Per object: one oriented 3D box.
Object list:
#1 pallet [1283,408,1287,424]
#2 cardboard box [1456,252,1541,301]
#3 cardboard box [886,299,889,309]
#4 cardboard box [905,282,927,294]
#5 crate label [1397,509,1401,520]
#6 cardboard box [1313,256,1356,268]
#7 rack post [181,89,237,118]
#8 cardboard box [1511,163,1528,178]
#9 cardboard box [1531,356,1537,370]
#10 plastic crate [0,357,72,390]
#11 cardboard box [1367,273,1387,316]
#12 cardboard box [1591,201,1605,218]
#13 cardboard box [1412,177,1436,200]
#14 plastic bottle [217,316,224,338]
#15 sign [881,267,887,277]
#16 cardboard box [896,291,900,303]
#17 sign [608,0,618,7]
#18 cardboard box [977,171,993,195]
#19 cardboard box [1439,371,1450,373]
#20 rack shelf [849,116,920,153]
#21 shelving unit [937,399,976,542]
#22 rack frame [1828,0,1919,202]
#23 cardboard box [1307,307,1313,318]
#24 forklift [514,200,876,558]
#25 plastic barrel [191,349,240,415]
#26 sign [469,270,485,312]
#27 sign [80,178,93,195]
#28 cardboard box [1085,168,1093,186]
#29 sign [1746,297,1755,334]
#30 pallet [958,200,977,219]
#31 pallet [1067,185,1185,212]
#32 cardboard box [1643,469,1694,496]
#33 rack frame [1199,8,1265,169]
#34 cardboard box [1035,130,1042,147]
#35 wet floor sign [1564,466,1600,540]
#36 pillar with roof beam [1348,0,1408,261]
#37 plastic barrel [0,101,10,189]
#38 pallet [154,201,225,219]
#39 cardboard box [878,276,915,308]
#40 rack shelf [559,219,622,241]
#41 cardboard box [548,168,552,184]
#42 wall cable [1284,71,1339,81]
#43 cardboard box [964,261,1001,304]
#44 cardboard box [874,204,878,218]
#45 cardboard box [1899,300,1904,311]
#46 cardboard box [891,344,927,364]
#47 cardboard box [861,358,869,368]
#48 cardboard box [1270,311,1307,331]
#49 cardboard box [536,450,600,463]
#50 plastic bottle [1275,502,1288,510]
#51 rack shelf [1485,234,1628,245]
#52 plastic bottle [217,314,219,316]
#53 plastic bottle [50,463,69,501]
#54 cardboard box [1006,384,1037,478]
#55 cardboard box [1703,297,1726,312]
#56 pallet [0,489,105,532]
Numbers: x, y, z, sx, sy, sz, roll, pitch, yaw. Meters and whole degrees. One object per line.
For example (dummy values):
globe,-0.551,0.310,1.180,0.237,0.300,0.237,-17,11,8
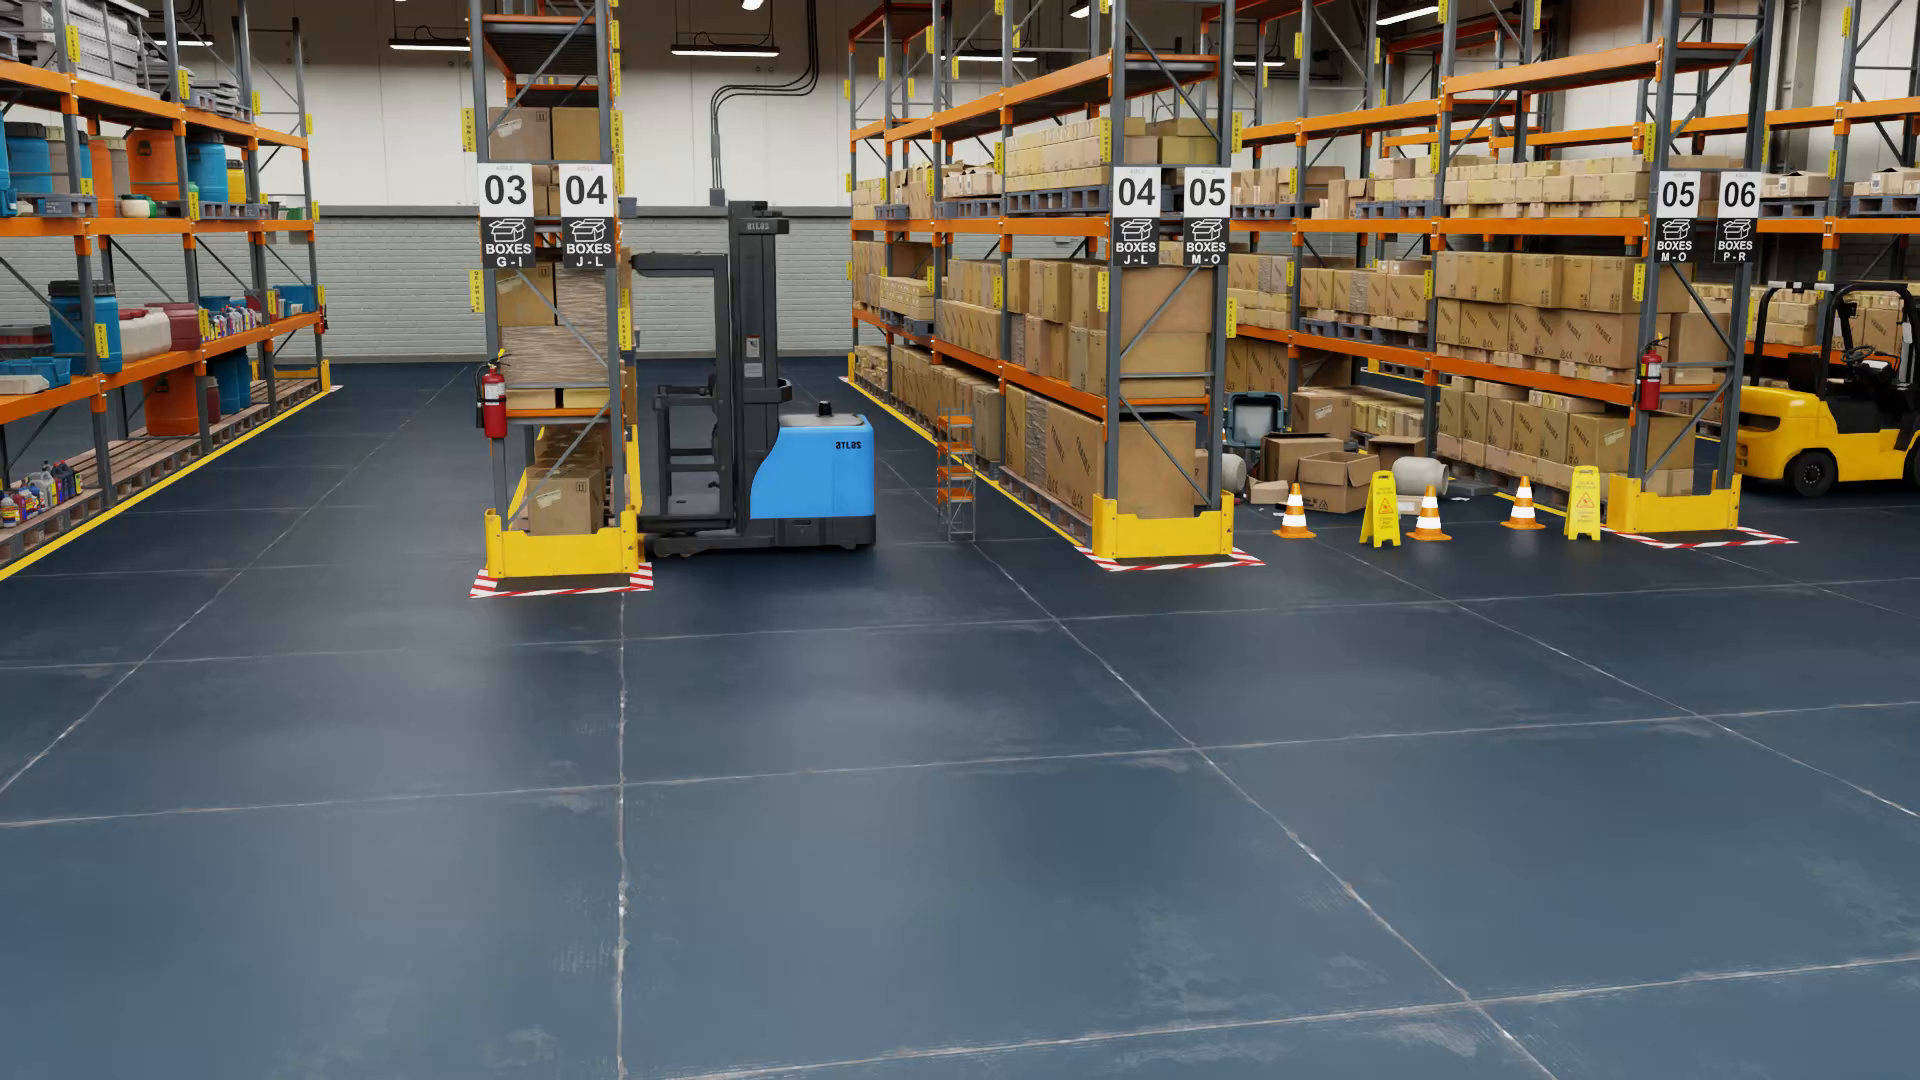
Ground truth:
pallet,4.916,-1.815,23.669,1.003,0.211,1.213,-2,11,-11
cardboard box,5.724,-2.807,17.687,0.700,0.500,0.500,-2,11,-11
cardboard box,-0.889,-3.470,24.454,0.380,0.149,0.250,-2,11,-11
cardboard box,-0.539,-3.431,22.656,0.380,0.149,0.250,-2,11,-9
crate label,3.966,-0.235,15.567,0.250,0.136,0.298,-9,14,-40
cardboard box,5.139,-3.677,23.053,0.500,0.500,0.500,-2,11,-13
rack post,-9.843,-5.566,21.208,0.937,0.300,0.954,-1,11,-5
cardboard box,5.821,-3.739,16.838,0.380,0.149,0.250,-2,11,-12
cardboard box,5.990,-1.789,16.745,0.380,0.149,0.250,-2,11,-11
plastic crate,-8.324,-1.497,14.939,0.499,0.251,0.616,-2,11,-11
cardboard box,5.266,-2.968,20.080,0.500,0.500,0.500,-2,11,-9
cardboard box,6.109,-3.070,15.455,0.380,0.149,0.250,-2,11,-9
cardboard box,5.517,-4.012,19.009,0.500,0.250,0.500,-2,11,-12
plastic bottle,-9.531,-2.745,21.406,0.061,0.283,0.133,-2,11,-11
sign,-1.149,-3.977,25.253,0.100,0.325,0.005,-2,11,-11
cardboard box,-0.687,-3.426,23.428,0.380,0.149,0.250,-2,11,-12
sign,-3.412,-5.405,16.316,0.100,0.325,0.005,-2,11,-11
cardboard box,0.481,-3.979,18.569,0.500,0.250,0.500,-2,11,-11
cardboard box,8.663,-3.200,29.050,0.700,0.500,0.500,-3,11,-13
rack shelf,-1.008,-6.532,26.879,1.077,0.370,4.000,-2,11,-11
shelving unit,-0.032,-0.620,14.744,0.258,1.200,0.503,-2,11,-11
rack frame,10.641,-5.432,19.171,1.000,3.000,0.127,-2,11,-11
cardboard box,4.876,-3.054,22.270,0.380,0.149,0.250,-3,11,-14
forklift,-2.275,-1.397,14.198,3.031,2.935,1.130,-1,11,-7
plastic barrel,-10.135,-2.176,22.596,0.600,0.901,0.708,-2,11,-11
sign,-3.718,-1.918,12.807,0.100,0.325,0.005,-2,11,-11
sign,-8.264,-3.259,15.753,0.100,0.325,0.005,-2,11,-11
cardboard box,1.270,-3.072,14.075,0.380,0.149,0.250,-2,11,-11
sign,7.083,-2.015,14.948,0.100,0.325,0.005,-2,11,-11
pallet,0.557,-3.899,19.641,1.003,0.211,1.213,-2,11,-8
pallet,1.561,-2.938,14.323,1.003,0.211,1.213,-2,11,-11
cardboard box,6.665,-0.584,15.973,0.500,0.250,0.500,-2,11,-11
rack frame,4.217,-6.718,25.928,1.000,3.000,0.127,-2,11,-11
cardboard box,0.923,-3.790,15.714,0.380,0.149,0.250,-2,11,-11
wet floor sign,5.538,-0.340,14.758,0.267,0.644,0.232,2,11,9
pillar with roof beam,4.444,-8.004,32.682,9.100,9.000,0.548,-2,11,-11
plastic barrel,-8.717,-3.503,14.594,0.600,0.901,0.708,-2,11,-11
pallet,-9.637,-4.022,20.287,1.003,0.211,1.213,-2,11,-11
cardboard box,-0.990,-3.846,25.820,0.500,0.500,0.500,-2,11,-11
rack shelf,-5.893,-4.898,26.309,1.077,0.370,4.000,-2,11,-11
cardboard box,-3.624,-3.039,13.951,0.380,0.149,0.250,-2,11,-10
wall cable,8.465,-11.447,35.897,2.988,3.039,0.133,-2,11,-11
cardboard box,0.438,-3.110,20.073,0.700,0.500,0.500,-2,11,-12
cardboard box,-1.065,-5.145,26.083,0.500,0.250,0.500,-2,11,-11
cardboard box,10.600,-2.595,18.304,0.380,0.149,0.250,-2,11,-12
cardboard box,-0.734,-2.774,24.807,0.500,0.250,0.500,-3,11,-14
cardboard box,-1.471,-3.008,28.184,0.380,0.149,0.250,-2,11,-9
cardboard box,4.642,-3.047,23.086,0.500,0.250,0.500,-3,11,-13
cardboard box,-3.528,-0.527,15.007,0.500,0.500,0.500,-1,11,-6
plastic bottle,3.185,-0.332,16.280,0.133,0.061,0.283,-6,13,-31
rack shelf,9.474,-4.706,25.300,1.077,0.370,4.000,-2,11,-11
plastic bottle,-9.847,-2.872,22.110,0.097,0.271,0.097,0,11,0
plastic bottle,-8.361,-0.536,15.396,0.144,0.351,0.185,-3,11,-14
cardboard box,0.991,-1.150,17.276,0.875,0.875,0.875,-2,11,-10
cardboard box,10.014,-3.019,21.601,0.500,0.250,0.500,-2,11,-10
pallet,-8.716,-0.269,15.545,1.003,0.211,1.213,-2,11,-11
